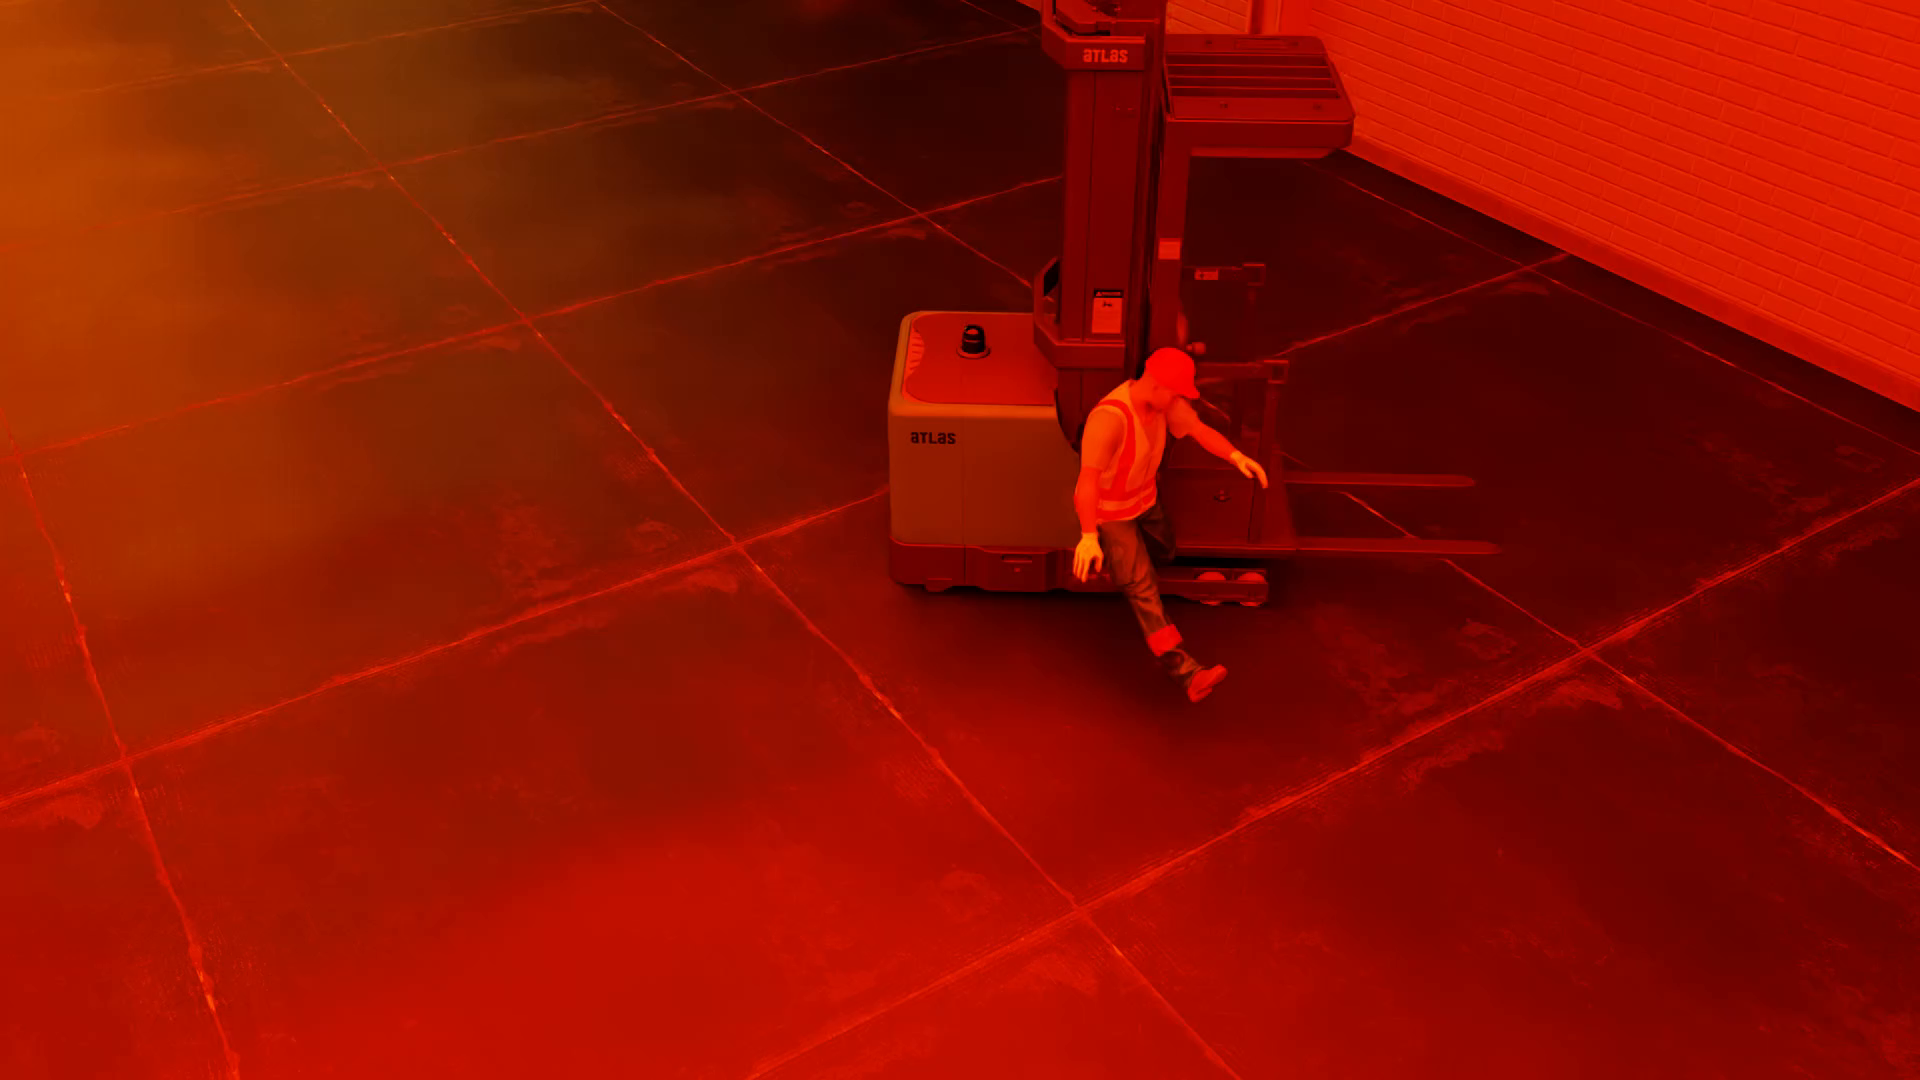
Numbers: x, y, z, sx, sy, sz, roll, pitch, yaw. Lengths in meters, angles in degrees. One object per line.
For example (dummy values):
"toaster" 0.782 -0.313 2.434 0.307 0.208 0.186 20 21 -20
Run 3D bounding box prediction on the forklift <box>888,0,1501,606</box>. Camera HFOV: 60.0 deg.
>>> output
"forklift" 1.180 -1.185 7.835 3.031 2.935 1.130 1 35 2

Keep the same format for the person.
"person" 0.890 -0.094 7.484 1.124 1.550 0.916 27 43 33
